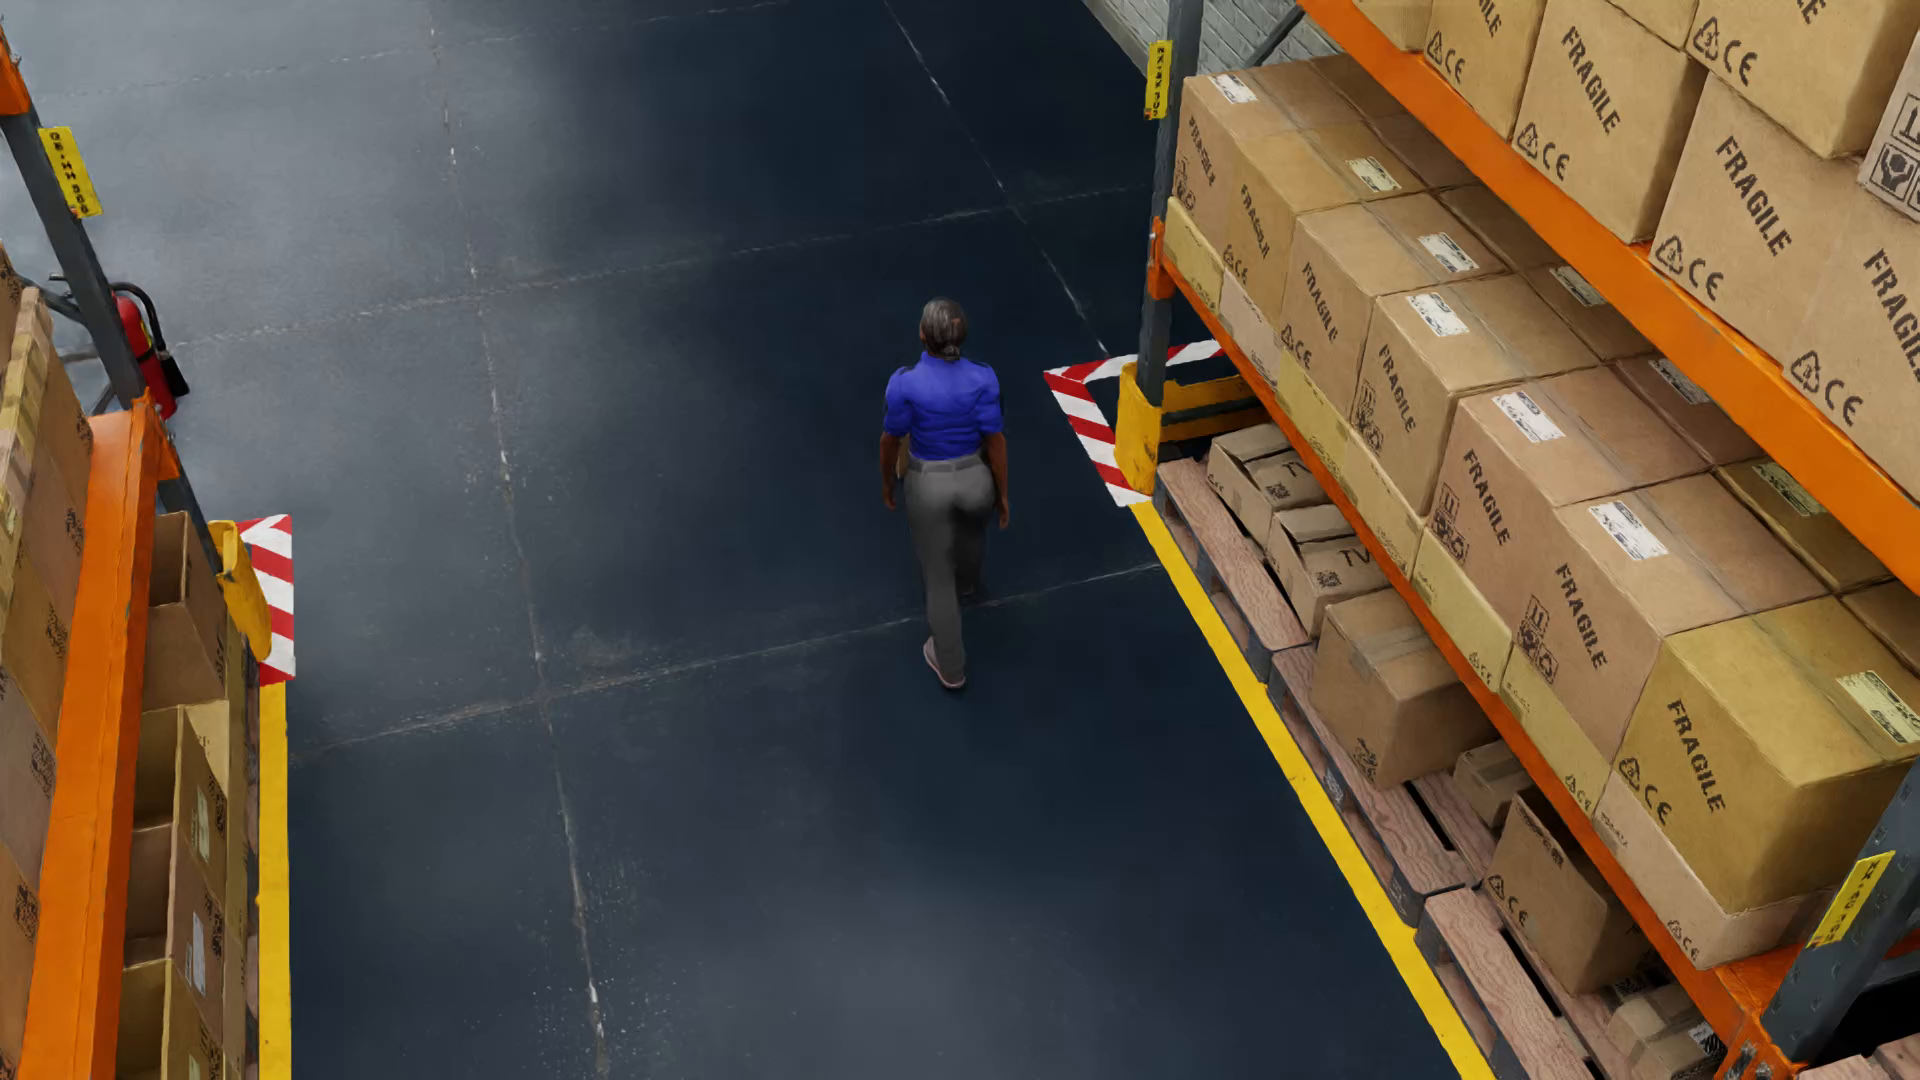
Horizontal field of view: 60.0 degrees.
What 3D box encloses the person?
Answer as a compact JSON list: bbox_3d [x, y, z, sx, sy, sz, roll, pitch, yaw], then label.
[{"bbox_3d":[-0.081,-0.250,6.437,0.471,1.611,0.796,-10,43,-10],"label":"person"}]
